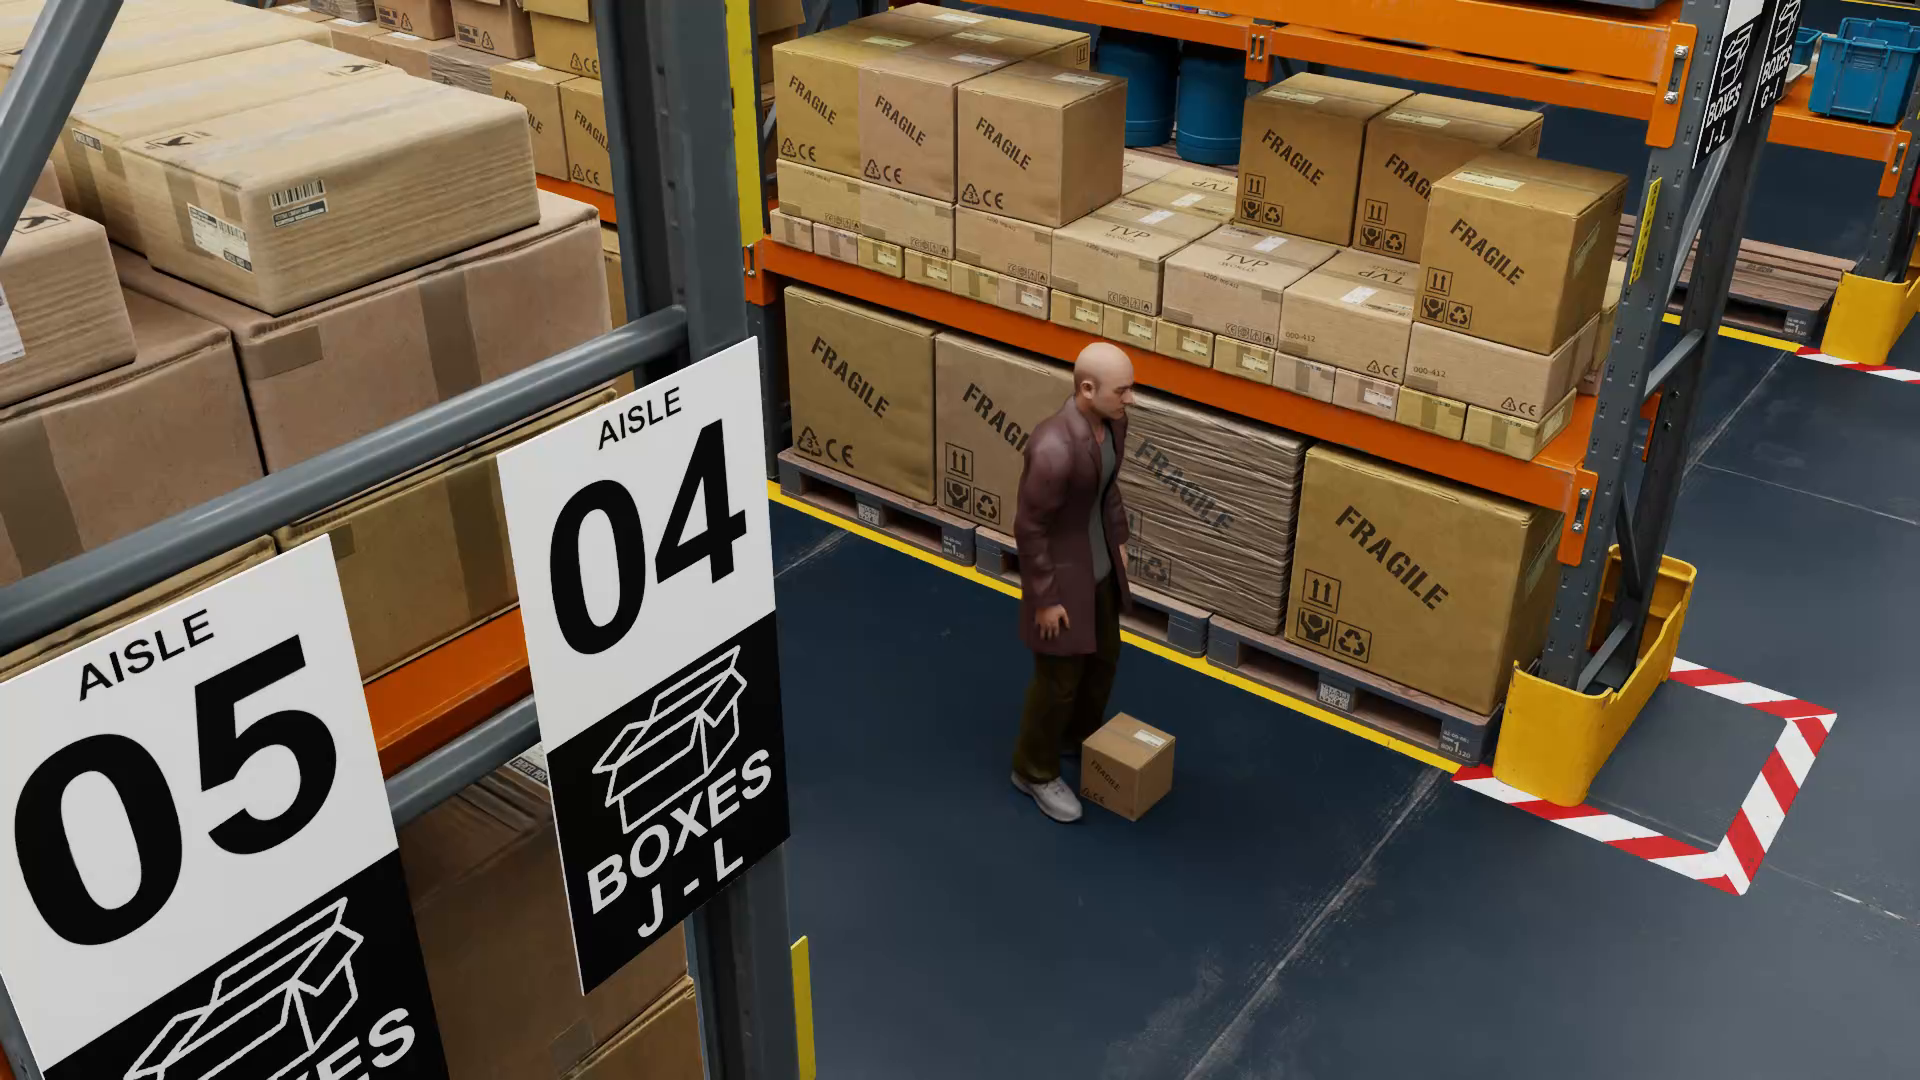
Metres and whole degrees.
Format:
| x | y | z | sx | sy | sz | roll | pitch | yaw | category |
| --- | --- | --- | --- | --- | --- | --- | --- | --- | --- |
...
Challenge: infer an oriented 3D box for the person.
| x | y | z | sx | sy | sz | roll | pitch | yaw | category |
| --- | --- | --- | --- | --- | --- | --- | --- | --- | --- |
| 0.425 | 0.116 | 5.951 | 0.433 | 1.772 | 0.648 | 19 | 35 | 28 | person |
